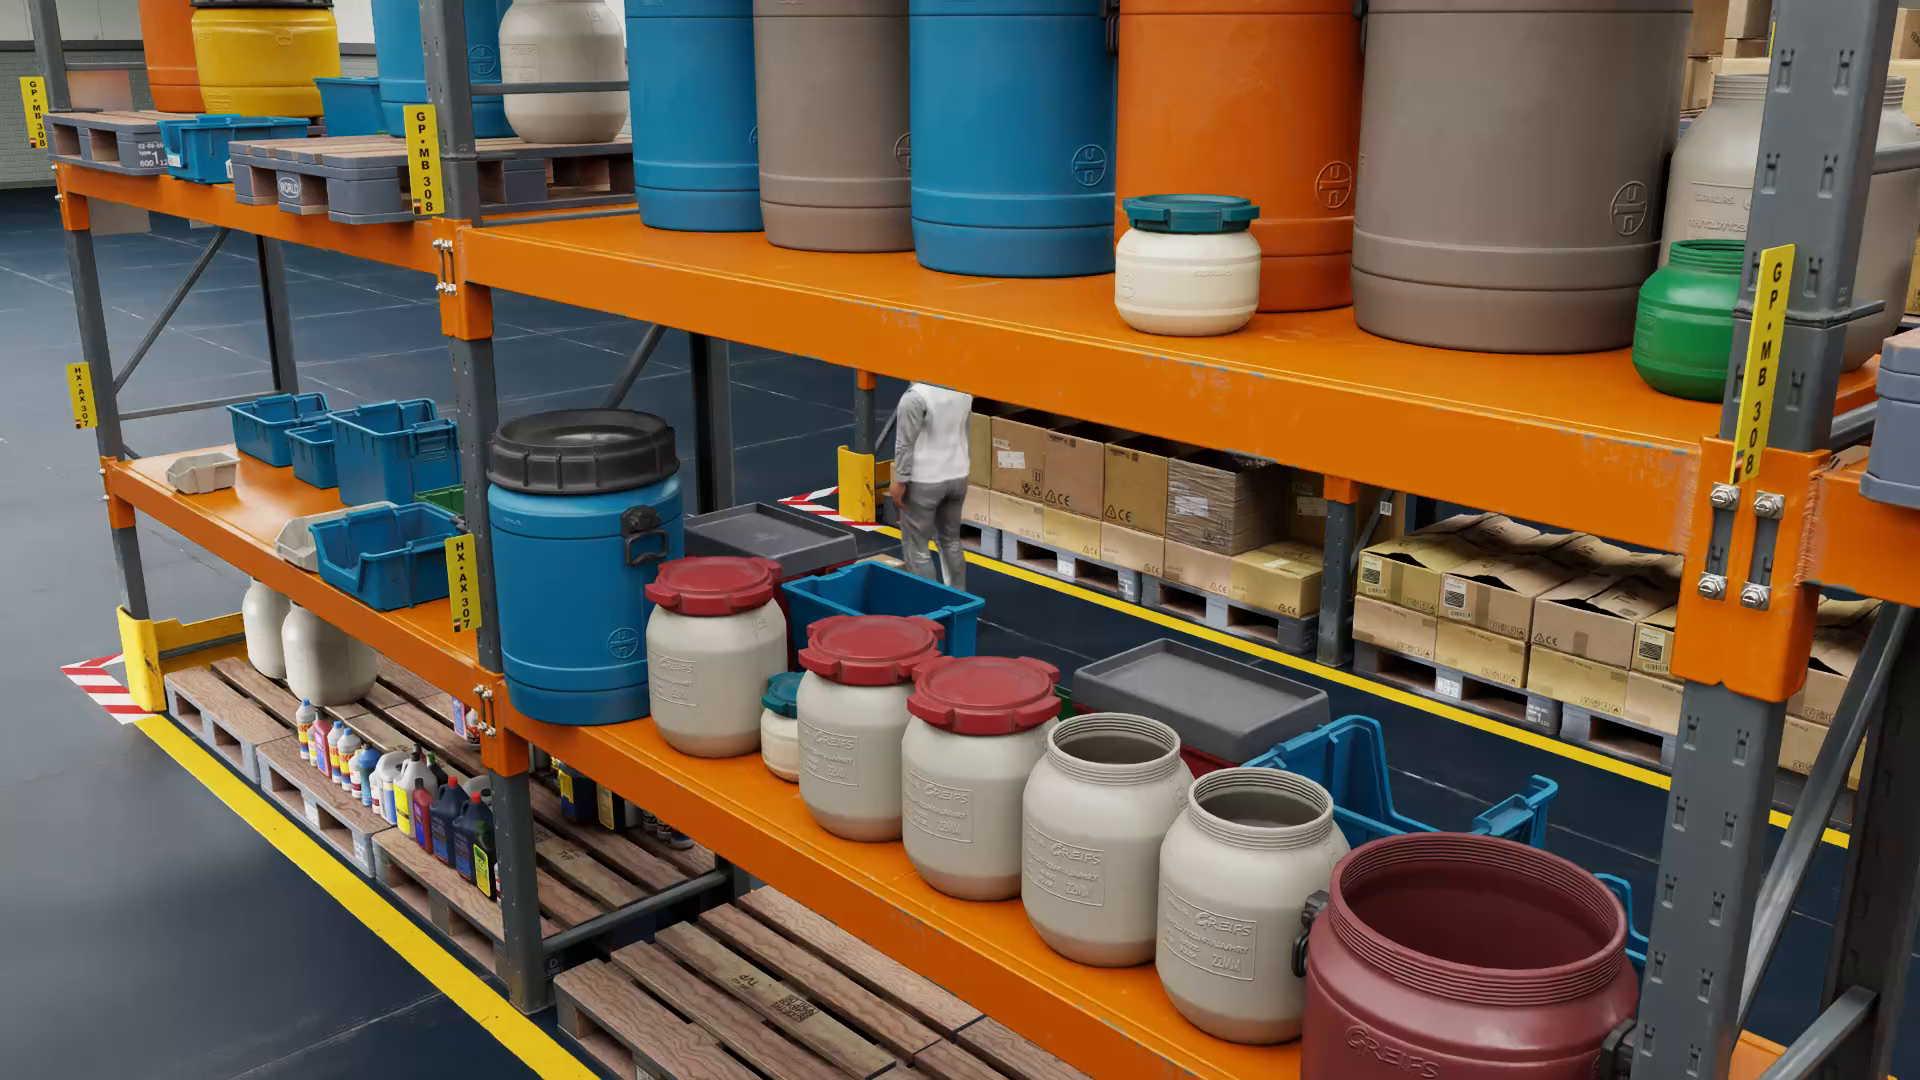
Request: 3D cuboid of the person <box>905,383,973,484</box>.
[{"bbox_3d":[-0.154,-0.360,9.687,0.445,1.764,0.357,-15,23,-40],"label":"person"}]
